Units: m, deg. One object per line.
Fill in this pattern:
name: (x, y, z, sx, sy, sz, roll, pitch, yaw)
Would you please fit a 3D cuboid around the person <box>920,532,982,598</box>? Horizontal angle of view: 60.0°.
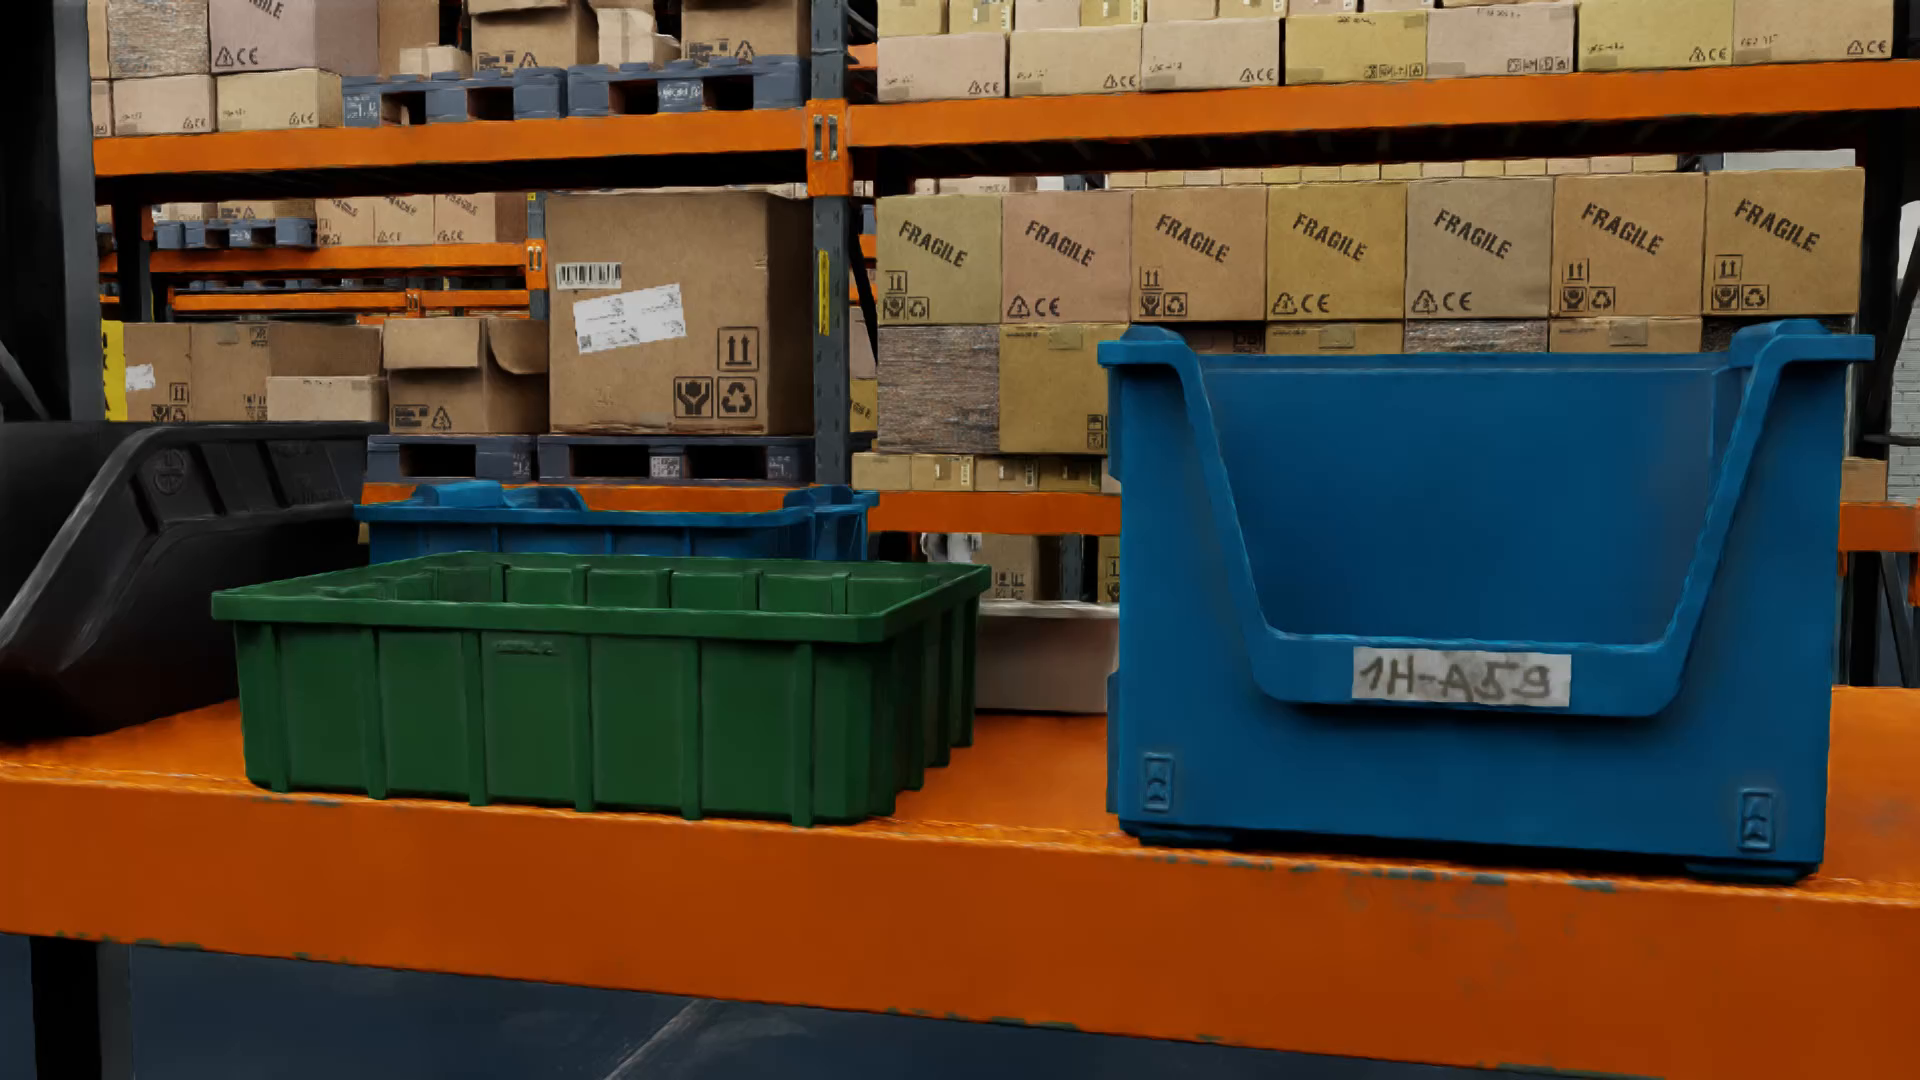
person: (-0.050, -0.061, 10.438, 0.554, 1.669, 0.432, 5, 7, 43)
